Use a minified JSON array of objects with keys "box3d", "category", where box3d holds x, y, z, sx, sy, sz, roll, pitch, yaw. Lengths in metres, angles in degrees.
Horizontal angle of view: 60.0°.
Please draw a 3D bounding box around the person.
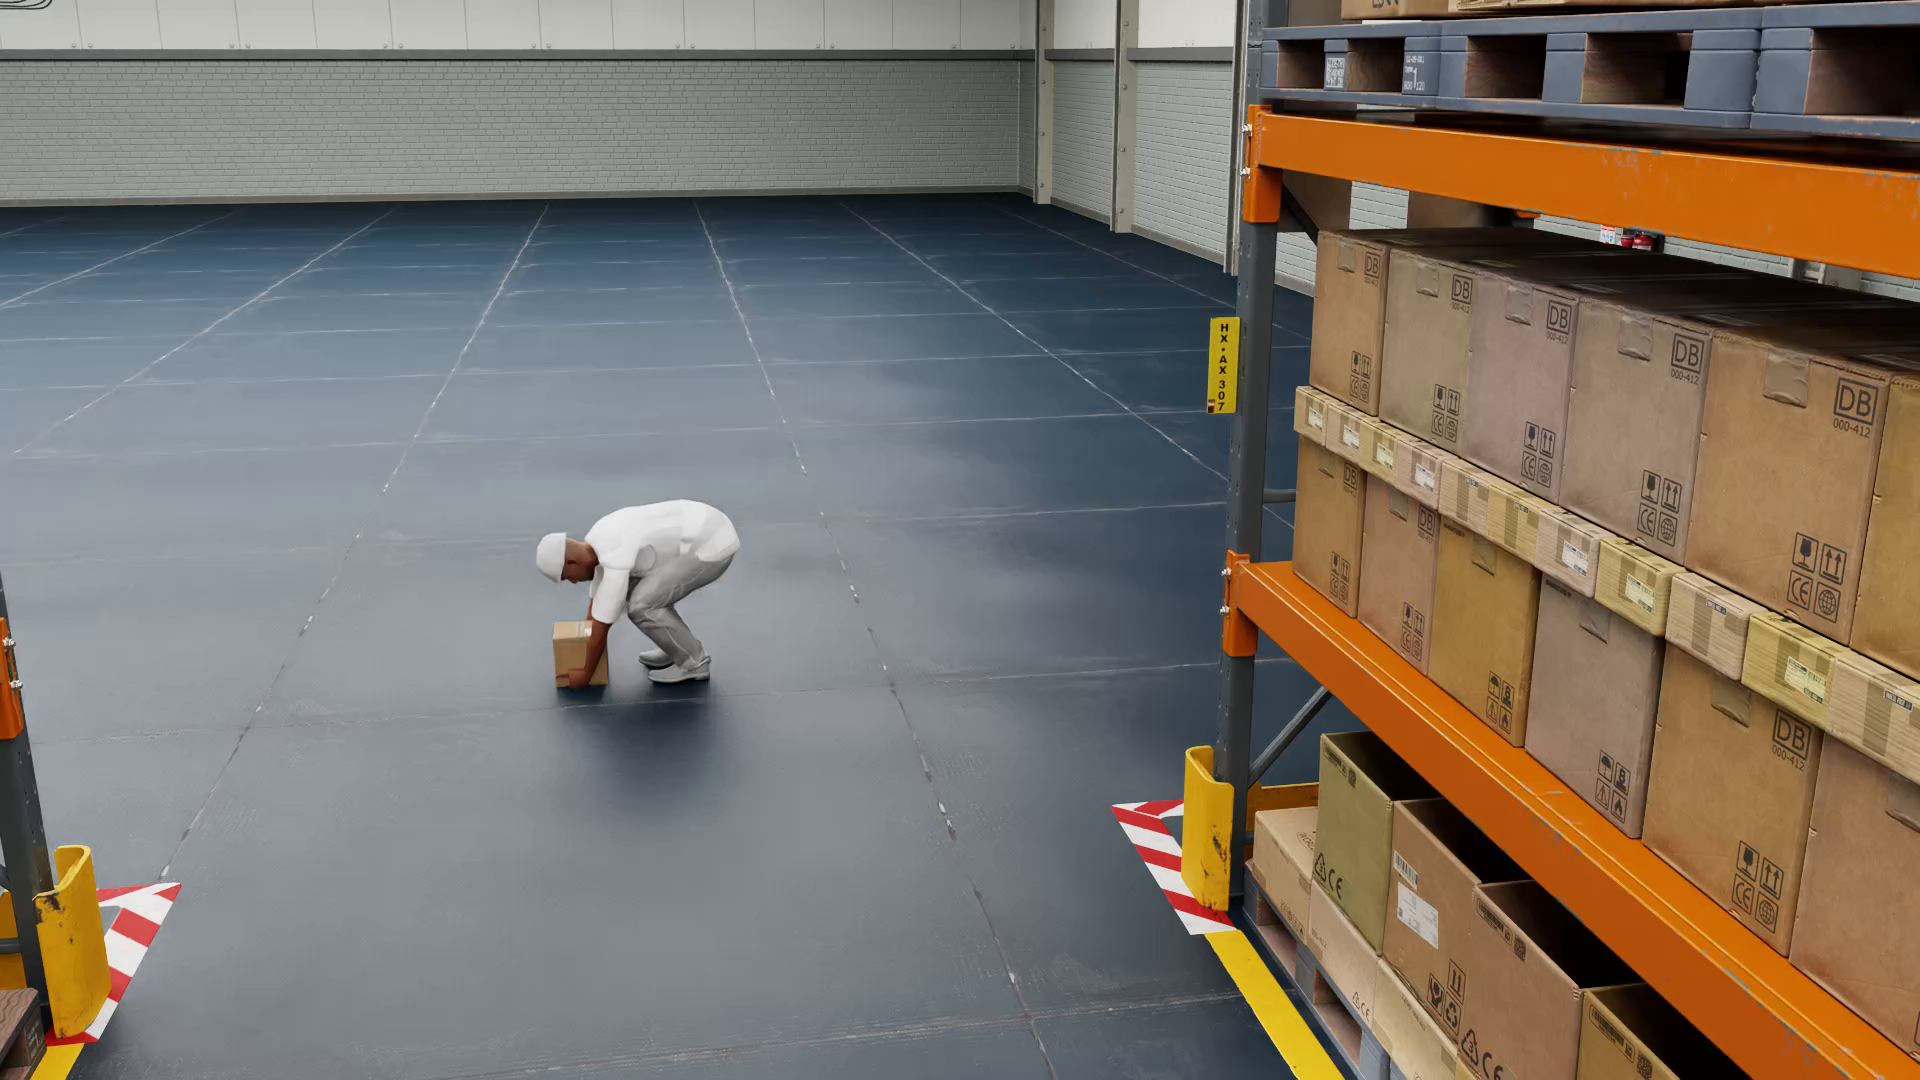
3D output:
[{"box3d":[-1.574,0.263,8.218,0.979,0.886,0.505,-4,17,-13],"category":"person"}]
